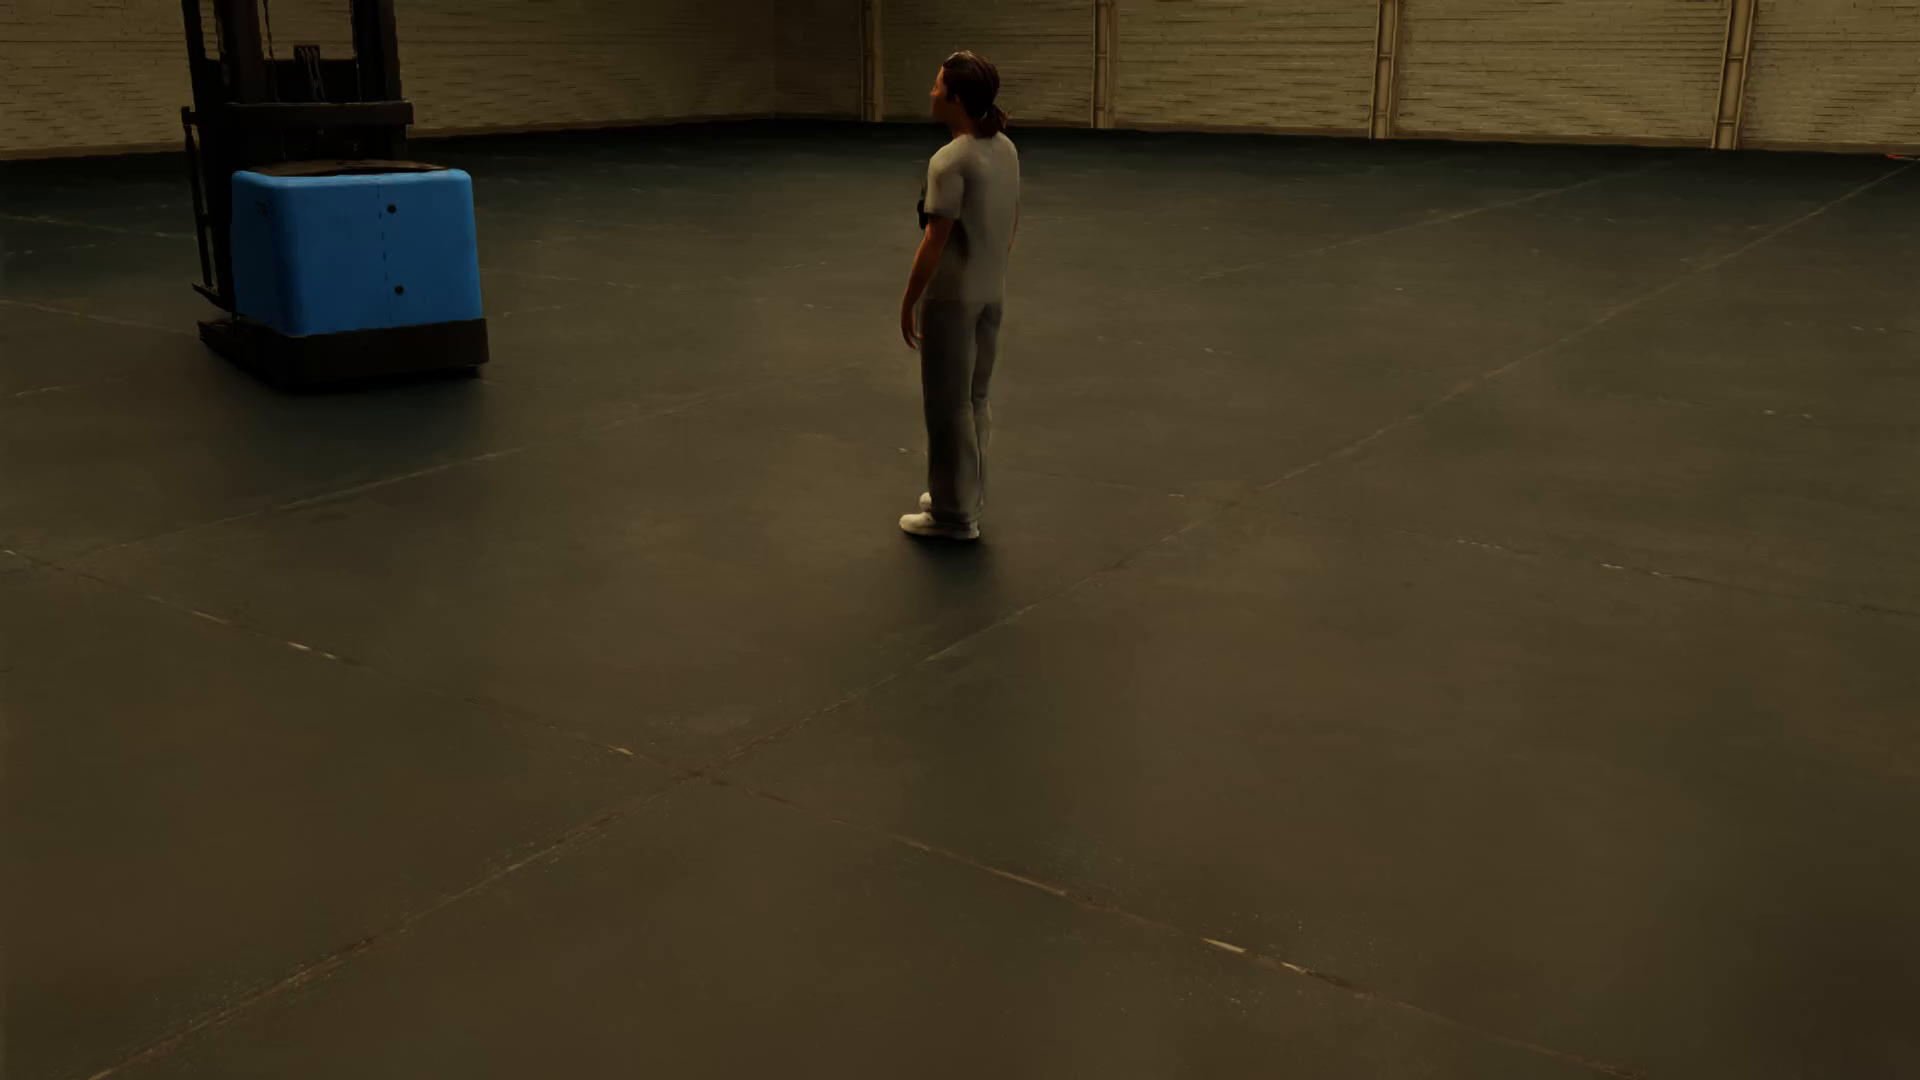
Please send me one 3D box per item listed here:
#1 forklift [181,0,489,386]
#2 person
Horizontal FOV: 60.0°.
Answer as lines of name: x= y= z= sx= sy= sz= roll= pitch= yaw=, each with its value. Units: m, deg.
forklift: x=-3.785 y=-2.549 z=9.357 sx=1.130 sy=2.935 sz=3.031 roll=-12 pitch=20 yaw=-34
person: x=-0.053 y=-0.825 z=5.757 sx=0.548 sy=1.674 sz=0.550 roll=11 pitch=20 yaw=33
